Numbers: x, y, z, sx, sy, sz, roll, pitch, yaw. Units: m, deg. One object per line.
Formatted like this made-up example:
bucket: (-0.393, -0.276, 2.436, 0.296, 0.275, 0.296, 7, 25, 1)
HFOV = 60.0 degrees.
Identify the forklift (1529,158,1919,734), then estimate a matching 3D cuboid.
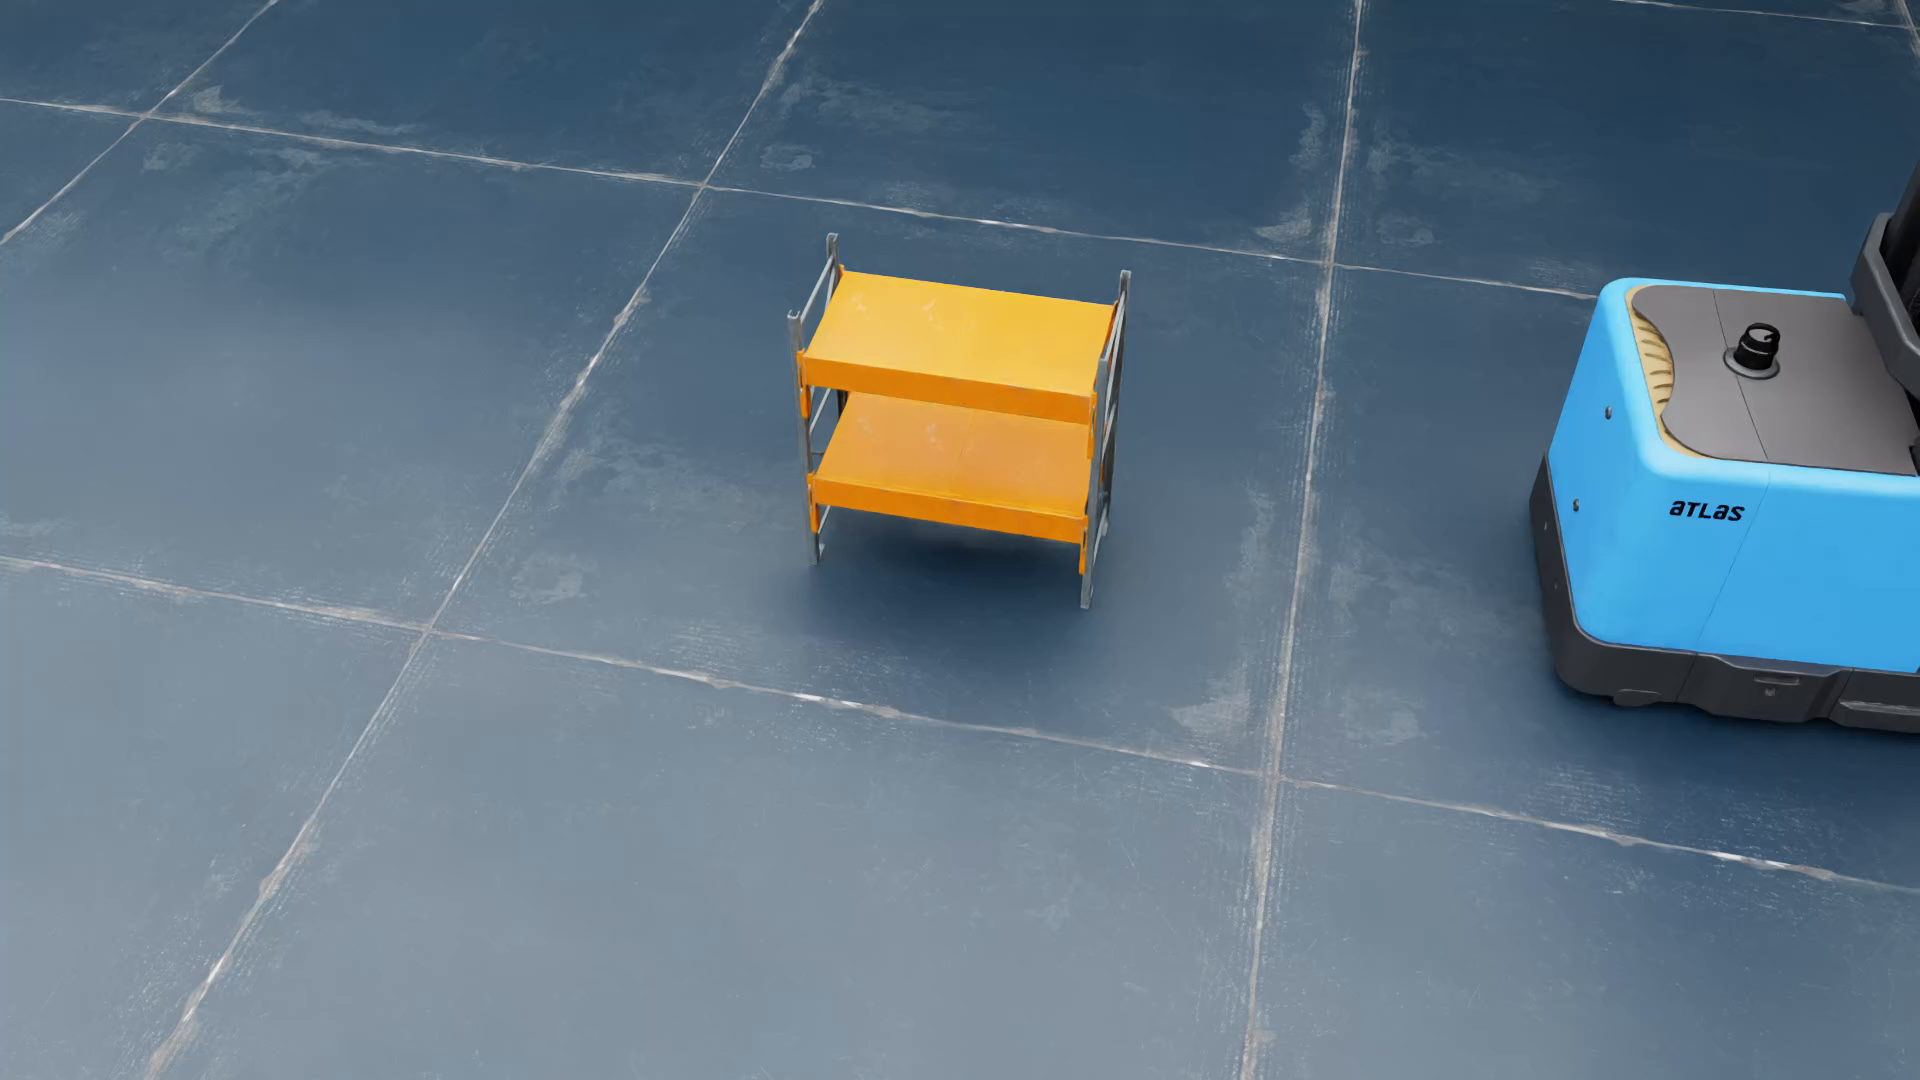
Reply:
forklift: (3.596, -0.710, 4.874, 3.031, 2.935, 1.130, 5, 44, 6)

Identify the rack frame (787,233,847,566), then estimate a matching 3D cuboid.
rack frame: (-0.489, -0.481, 5.939, 0.032, 1.125, 0.500, 9, 45, 9)

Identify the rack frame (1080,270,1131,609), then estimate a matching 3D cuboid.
rack frame: (0.503, -0.327, 5.779, 0.032, 1.125, 0.500, 9, 45, 9)

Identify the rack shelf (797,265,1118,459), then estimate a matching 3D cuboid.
rack shelf: (0.007, -0.615, 5.656, 1.000, 0.278, 0.538, 9, 45, 9)

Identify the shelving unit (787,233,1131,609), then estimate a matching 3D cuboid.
shelving unit: (0.007, -0.404, 5.859, 1.048, 1.125, 0.538, 9, 45, 9)

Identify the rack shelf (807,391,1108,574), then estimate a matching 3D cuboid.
rack shelf: (0.007, -0.228, 6.028, 1.000, 0.278, 0.538, 9, 45, 9)
